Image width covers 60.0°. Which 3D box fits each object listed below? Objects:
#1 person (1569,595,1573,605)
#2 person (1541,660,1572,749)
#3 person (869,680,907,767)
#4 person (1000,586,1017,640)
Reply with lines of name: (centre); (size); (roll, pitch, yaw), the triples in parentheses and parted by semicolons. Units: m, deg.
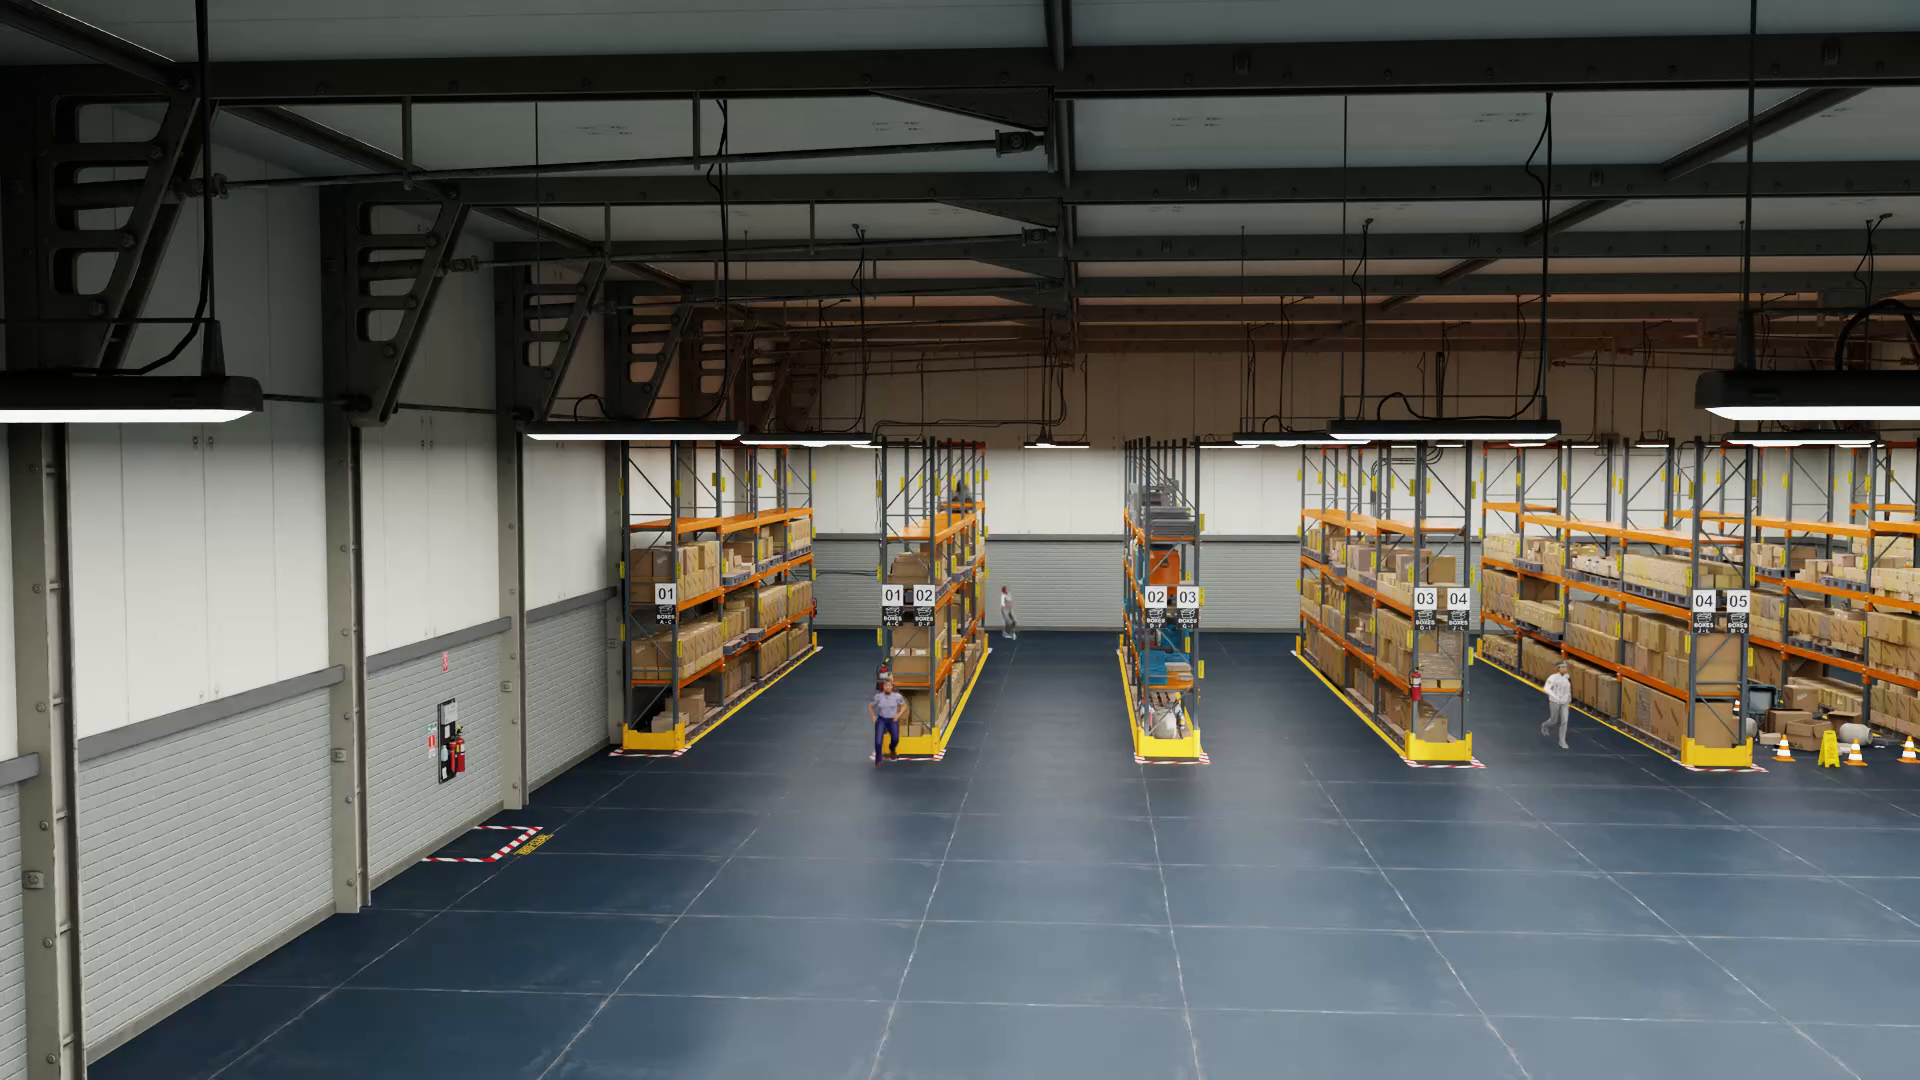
person: (16.642, 2.417, 45.423); (0.668, 1.819, 1.161); (0, 3, 8)
person: (11.643, 3.162, 32.377); (0.640, 1.685, 0.900); (-1, 3, -14)
person: (-1.305, 3.365, 30.215); (0.695, 1.623, 0.517); (0, 3, -8)
person: (1.371, 2.118, 48.294); (0.509, 1.561, 0.615); (-3, 4, -40)
